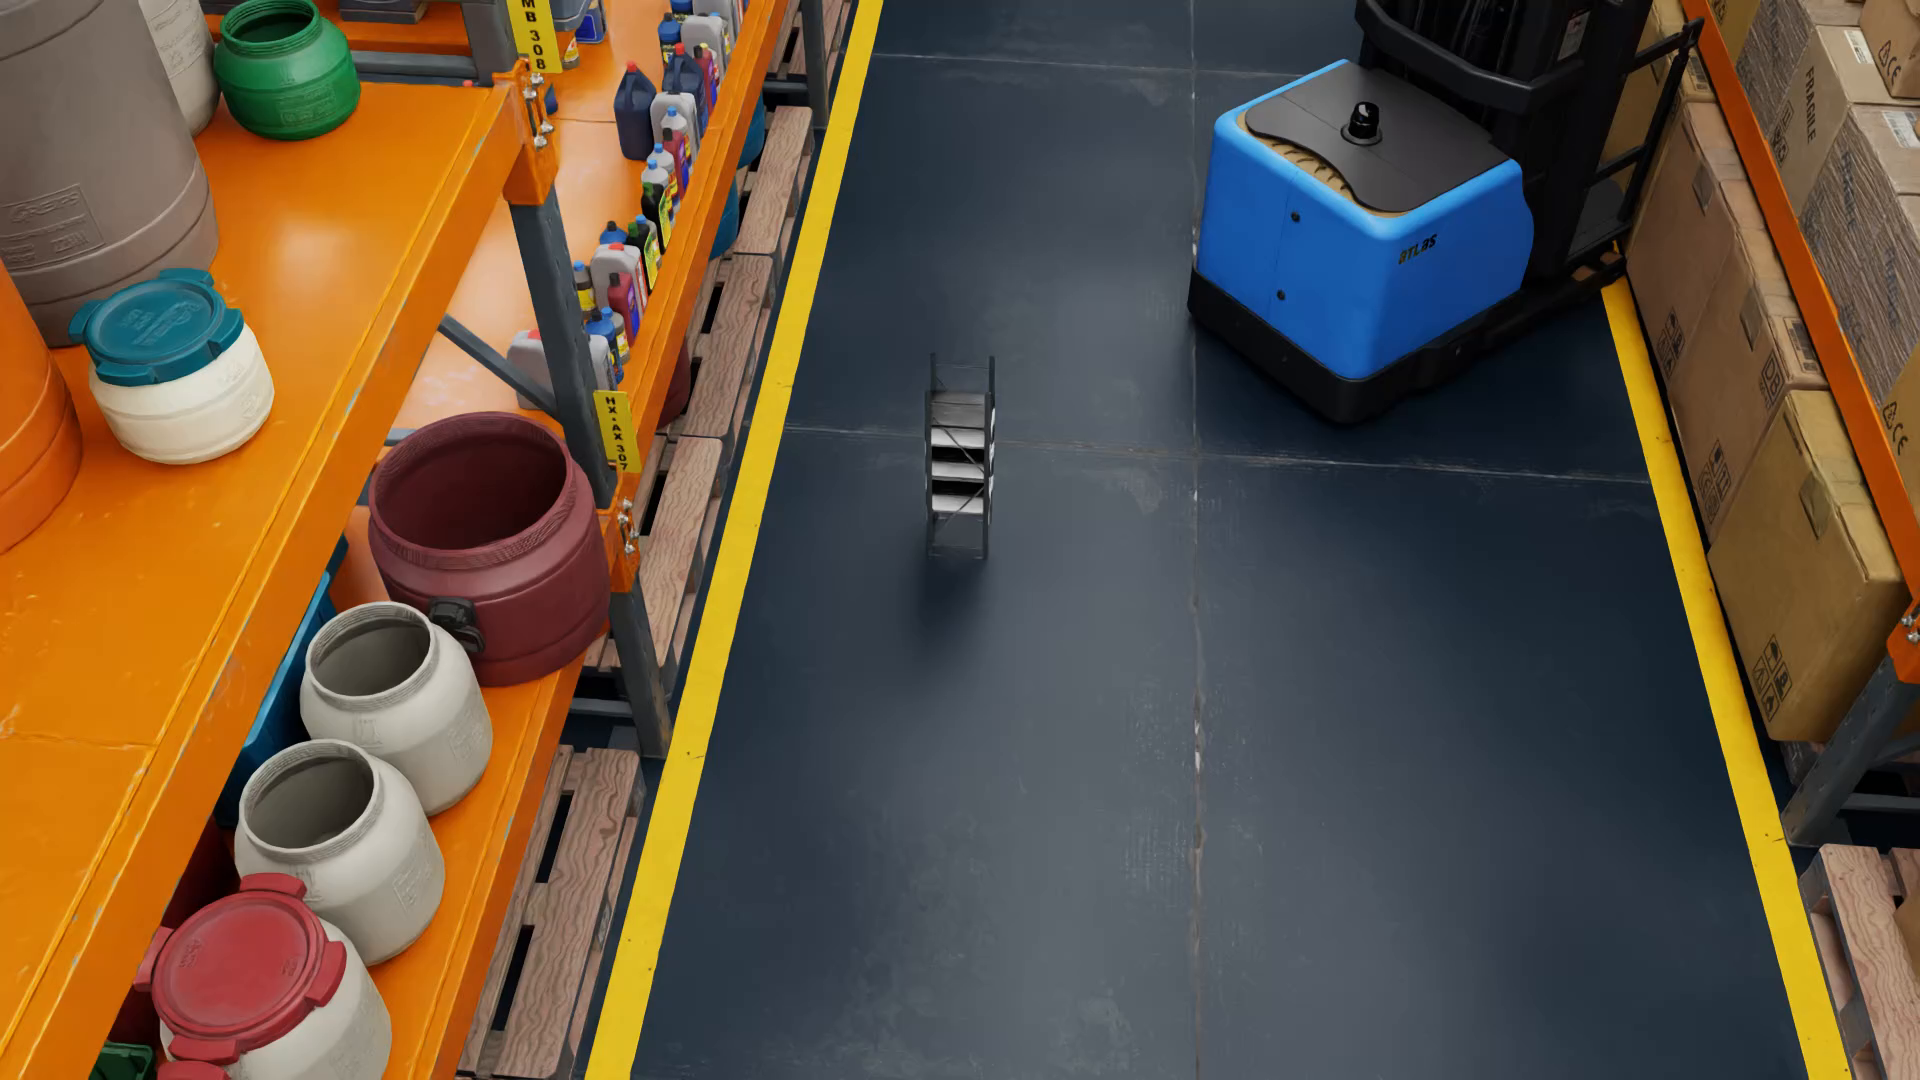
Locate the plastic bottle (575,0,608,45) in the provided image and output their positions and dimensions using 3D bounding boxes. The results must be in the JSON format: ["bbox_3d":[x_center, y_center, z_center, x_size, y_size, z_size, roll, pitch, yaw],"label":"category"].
[{"bbox_3d":[-1.545,-2.186,6.800,0.152,0.276,0.135,4,48,4],"label":"plastic bottle"}]

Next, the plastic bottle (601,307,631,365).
[{"bbox_3d":[-1.147,-0.677,5.471,0.097,0.201,0.097,0,48,0],"label":"plastic bottle"}]

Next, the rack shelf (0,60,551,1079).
[{"bbox_3d":[-1.737,0.407,2.800,1.077,0.370,4.000,4,48,4],"label":"rack shelf"}]

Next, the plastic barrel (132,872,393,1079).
[{"bbox_3d":[-1.508,1.055,3.660,0.433,0.535,0.433,0,48,0],"label":"plastic barrel"}]

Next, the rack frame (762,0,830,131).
[{"bbox_3d":[-1.190,-3.233,7.674,1.000,3.000,0.127,4,48,4],"label":"rack frame"}]

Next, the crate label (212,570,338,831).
[{"bbox_3d":[-1.915,0.407,4.321,0.502,0.435,0.616,4,48,4],"label":"crate label"}]

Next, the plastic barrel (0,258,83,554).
[{"bbox_3d":[-1.906,-0.381,2.742,0.600,0.830,0.708,4,48,4],"label":"plastic barrel"}]

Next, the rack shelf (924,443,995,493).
[{"bbox_3d":[0.001,-0.287,6.448,0.258,0.077,0.200,4,48,4],"label":"rack shelf"}]

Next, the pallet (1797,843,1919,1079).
[{"bbox_3d":[3.305,1.555,5.185,1.003,0.211,1.213,4,48,4],"label":"pallet"}]

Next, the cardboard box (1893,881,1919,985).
[{"bbox_3d":[3.336,1.229,4.989,0.700,0.500,0.500,2,48,1],"label":"cardboard box"}]

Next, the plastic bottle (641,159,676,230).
[{"bbox_3d":[-1.081,-1.237,5.936,0.097,0.271,0.097,0,48,0],"label":"plastic bottle"}]

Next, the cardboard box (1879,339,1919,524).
[{"bbox_3d":[3.176,-0.373,4.991,0.500,0.500,0.500,5,48,5],"label":"cardboard box"}]

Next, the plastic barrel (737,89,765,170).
[{"bbox_3d":[-1.257,-2.268,7.929,0.600,0.901,0.708,4,48,4],"label":"plastic barrel"}]

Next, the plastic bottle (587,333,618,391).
[{"bbox_3d":[-1.194,-0.548,5.302,0.152,0.276,0.135,4,48,4],"label":"plastic bottle"}]

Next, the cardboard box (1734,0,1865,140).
[{"bbox_3d":[3.360,-1.875,6.364,0.500,0.500,0.500,3,48,3],"label":"cardboard box"}]

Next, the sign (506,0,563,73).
[{"bbox_3d":[-1.007,-1.239,3.888,0.100,0.325,0.005,4,48,4],"label":"sign"}]

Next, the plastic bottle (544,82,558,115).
[{"bbox_3d":[-1.630,-1.788,6.440,0.097,0.271,0.097,0,48,0],"label":"plastic bottle"}]

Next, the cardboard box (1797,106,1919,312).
[{"bbox_3d":[3.271,-1.121,5.675,0.500,0.500,0.500,2,48,2],"label":"cardboard box"}]

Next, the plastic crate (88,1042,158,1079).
[{"bbox_3d":[-2.042,1.419,3.563,0.450,0.188,0.662,4,48,4],"label":"plastic crate"}]

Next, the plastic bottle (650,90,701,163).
[{"bbox_3d":[-1.067,-1.567,6.234,0.152,0.276,0.135,4,48,4],"label":"plastic bottle"}]

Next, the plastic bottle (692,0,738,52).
[{"bbox_3d":[-0.996,-2.142,6.760,0.152,0.276,0.135,4,48,4],"label":"plastic bottle"}]

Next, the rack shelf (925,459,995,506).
[{"bbox_3d":[0.001,-0.226,6.514,0.258,0.077,0.200,4,48,4],"label":"rack shelf"}]

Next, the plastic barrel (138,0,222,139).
[{"bbox_3d":[-1.888,-1.136,3.648,0.421,0.512,0.421,0,48,0],"label":"plastic barrel"}]

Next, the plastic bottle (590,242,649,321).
[{"bbox_3d":[-1.152,-0.888,5.613,0.152,0.276,0.135,4,48,4],"label":"plastic bottle"}]

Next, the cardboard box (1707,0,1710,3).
[{"bbox_3d":[3.451,-2.612,7.039,0.500,0.500,0.500,4,48,4],"label":"cardboard box"}]

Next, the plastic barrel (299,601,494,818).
[{"bbox_3d":[-1.436,0.439,4.240,0.421,0.512,0.421,0,48,0],"label":"plastic barrel"}]

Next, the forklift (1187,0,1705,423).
[{"bbox_3d":[2.526,-2.387,6.947,3.031,2.935,1.130,-29,54,-24],"label":"forklift"}]

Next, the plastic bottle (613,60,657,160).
[{"bbox_3d":[-1.213,-1.621,6.233,0.144,0.351,0.185,4,48,4],"label":"plastic bottle"}]

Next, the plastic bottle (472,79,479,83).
[{"bbox_3d":[-1.810,-1.654,6.309,0.061,0.283,0.133,4,48,4],"label":"plastic bottle"}]

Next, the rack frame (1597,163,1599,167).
[{"bbox_3d":[3.742,-2.900,7.369,1.000,3.000,0.127,4,48,4],"label":"rack frame"}]

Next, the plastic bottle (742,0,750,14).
[{"bbox_3d":[-0.965,-2.383,6.930,0.144,0.351,0.185,4,48,4],"label":"plastic bottle"}]

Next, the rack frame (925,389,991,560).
[{"bbox_3d":[-0.009,-0.235,6.355,0.240,0.900,0.006,4,48,4],"label":"rack frame"}]

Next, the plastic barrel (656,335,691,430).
[{"bbox_3d":[-1.424,-0.812,6.809,0.600,0.588,0.708,4,48,4],"label":"plastic barrel"}]

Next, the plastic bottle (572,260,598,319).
[{"bbox_3d":[-1.277,-0.857,5.636,0.097,0.201,0.097,0,48,0],"label":"plastic bottle"}]

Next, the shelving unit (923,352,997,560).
[{"bbox_3d":[0.001,-0.310,6.423,0.258,0.900,0.210,4,48,4],"label":"shelving unit"}]

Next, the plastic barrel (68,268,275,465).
[{"bbox_3d":[-1.438,-0.309,3.061,0.301,0.262,0.301,0,48,0],"label":"plastic barrel"}]

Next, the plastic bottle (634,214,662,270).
[{"bbox_3d":[-1.102,-1.044,5.807,0.097,0.201,0.097,0,48,0],"label":"plastic bottle"}]

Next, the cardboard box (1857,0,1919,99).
[{"bbox_3d":[3.577,-1.841,5.653,0.797,0.503,0.637,5,48,5],"label":"cardboard box"}]

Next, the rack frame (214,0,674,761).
[{"bbox_3d":[-1.555,-0.293,4.986,1.000,3.000,0.127,4,48,4],"label":"rack frame"}]

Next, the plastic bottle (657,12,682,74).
[{"bbox_3d":[-1.143,-1.964,6.601,0.097,0.271,0.097,0,48,0],"label":"plastic bottle"}]

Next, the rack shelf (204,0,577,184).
[{"bbox_3d":[-1.373,-2.533,5.488,1.077,0.370,4.000,4,48,4],"label":"rack shelf"}]

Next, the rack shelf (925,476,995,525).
[{"bbox_3d":[0.001,-0.166,6.581,0.258,0.077,0.200,4,48,4],"label":"rack shelf"}]

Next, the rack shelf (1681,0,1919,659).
[{"bbox_3d":[3.560,-1.187,6.291,1.077,0.370,4.000,4,48,4],"label":"rack shelf"}]

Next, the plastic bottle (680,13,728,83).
[{"bbox_3d":[-1.017,-1.971,6.604,0.152,0.276,0.135,4,48,4],"label":"plastic bottle"}]

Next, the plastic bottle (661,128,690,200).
[{"bbox_3d":[-1.043,-1.396,6.073,0.061,0.283,0.133,4,48,4],"label":"plastic bottle"}]

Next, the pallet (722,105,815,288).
[{"bbox_3d":[-1.302,-1.727,8.187,1.003,0.211,1.213,4,48,4],"label":"pallet"}]

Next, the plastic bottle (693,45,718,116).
[{"bbox_3d":[-0.993,-1.801,6.443,0.061,0.283,0.133,4,48,4],"label":"plastic bottle"}]

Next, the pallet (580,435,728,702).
[{"bbox_3d":[-1.525,0.066,6.547,1.003,0.211,1.213,4,48,4],"label":"pallet"}]

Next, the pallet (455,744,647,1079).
[{"bbox_3d":[-1.664,1.214,5.496,1.003,0.211,1.213,4,48,4],"label":"pallet"}]

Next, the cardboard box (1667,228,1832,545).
[{"bbox_3d":[3.550,-0.545,6.371,1.225,0.875,0.875,4,48,4],"label":"cardboard box"}]

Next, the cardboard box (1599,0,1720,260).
[{"bbox_3d":[3.703,-1.853,7.567,1.225,0.875,0.875,4,48,4],"label":"cardboard box"}]
